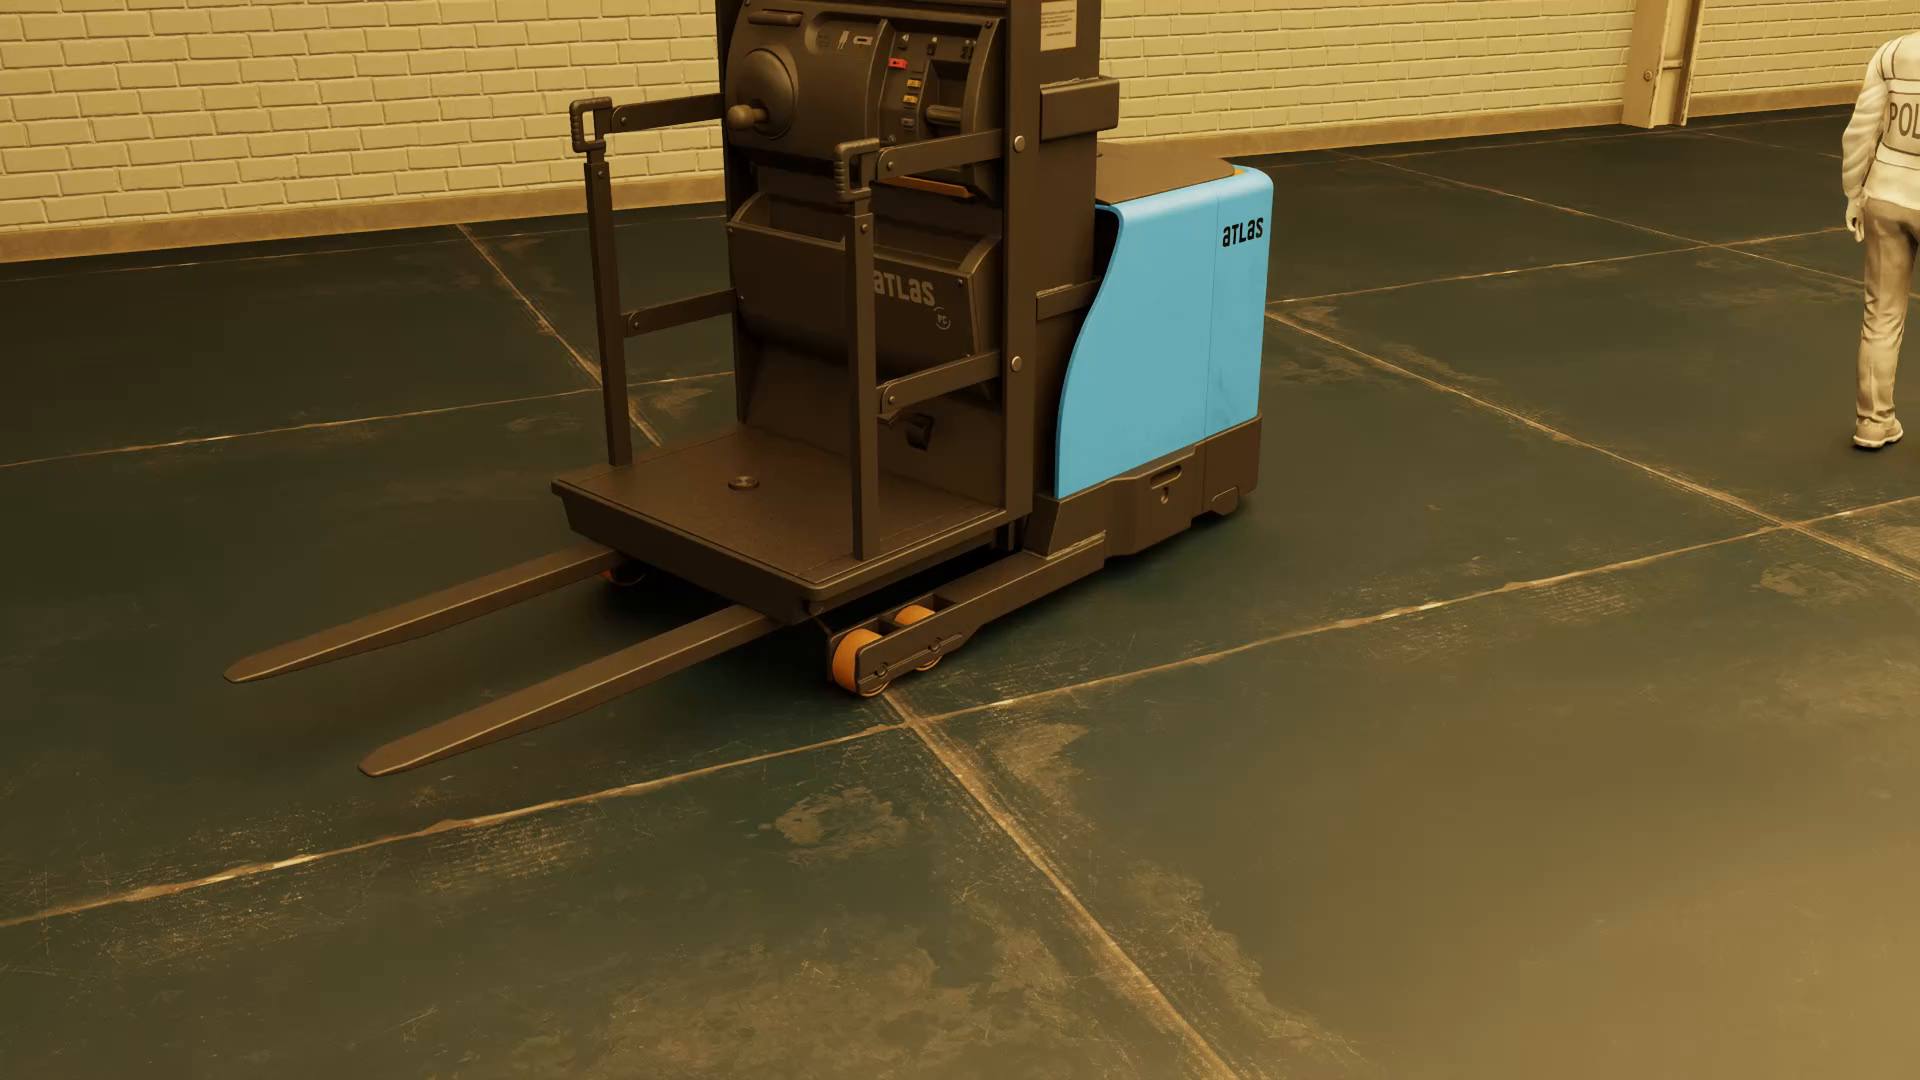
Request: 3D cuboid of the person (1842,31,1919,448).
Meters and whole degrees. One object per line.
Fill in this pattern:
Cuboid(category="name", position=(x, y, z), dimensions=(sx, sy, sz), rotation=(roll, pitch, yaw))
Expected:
Cuboid(category="person", position=(3.279, -1.128, 5.593), dimensions=(0.533, 1.695, 0.587), rotation=(-16, 27, -33))

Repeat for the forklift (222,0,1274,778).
Cuboid(category="forklift", position=(-0.413, -1.182, 4.131), dimensions=(1.130, 2.935, 3.031), rotation=(19, 29, 39))
